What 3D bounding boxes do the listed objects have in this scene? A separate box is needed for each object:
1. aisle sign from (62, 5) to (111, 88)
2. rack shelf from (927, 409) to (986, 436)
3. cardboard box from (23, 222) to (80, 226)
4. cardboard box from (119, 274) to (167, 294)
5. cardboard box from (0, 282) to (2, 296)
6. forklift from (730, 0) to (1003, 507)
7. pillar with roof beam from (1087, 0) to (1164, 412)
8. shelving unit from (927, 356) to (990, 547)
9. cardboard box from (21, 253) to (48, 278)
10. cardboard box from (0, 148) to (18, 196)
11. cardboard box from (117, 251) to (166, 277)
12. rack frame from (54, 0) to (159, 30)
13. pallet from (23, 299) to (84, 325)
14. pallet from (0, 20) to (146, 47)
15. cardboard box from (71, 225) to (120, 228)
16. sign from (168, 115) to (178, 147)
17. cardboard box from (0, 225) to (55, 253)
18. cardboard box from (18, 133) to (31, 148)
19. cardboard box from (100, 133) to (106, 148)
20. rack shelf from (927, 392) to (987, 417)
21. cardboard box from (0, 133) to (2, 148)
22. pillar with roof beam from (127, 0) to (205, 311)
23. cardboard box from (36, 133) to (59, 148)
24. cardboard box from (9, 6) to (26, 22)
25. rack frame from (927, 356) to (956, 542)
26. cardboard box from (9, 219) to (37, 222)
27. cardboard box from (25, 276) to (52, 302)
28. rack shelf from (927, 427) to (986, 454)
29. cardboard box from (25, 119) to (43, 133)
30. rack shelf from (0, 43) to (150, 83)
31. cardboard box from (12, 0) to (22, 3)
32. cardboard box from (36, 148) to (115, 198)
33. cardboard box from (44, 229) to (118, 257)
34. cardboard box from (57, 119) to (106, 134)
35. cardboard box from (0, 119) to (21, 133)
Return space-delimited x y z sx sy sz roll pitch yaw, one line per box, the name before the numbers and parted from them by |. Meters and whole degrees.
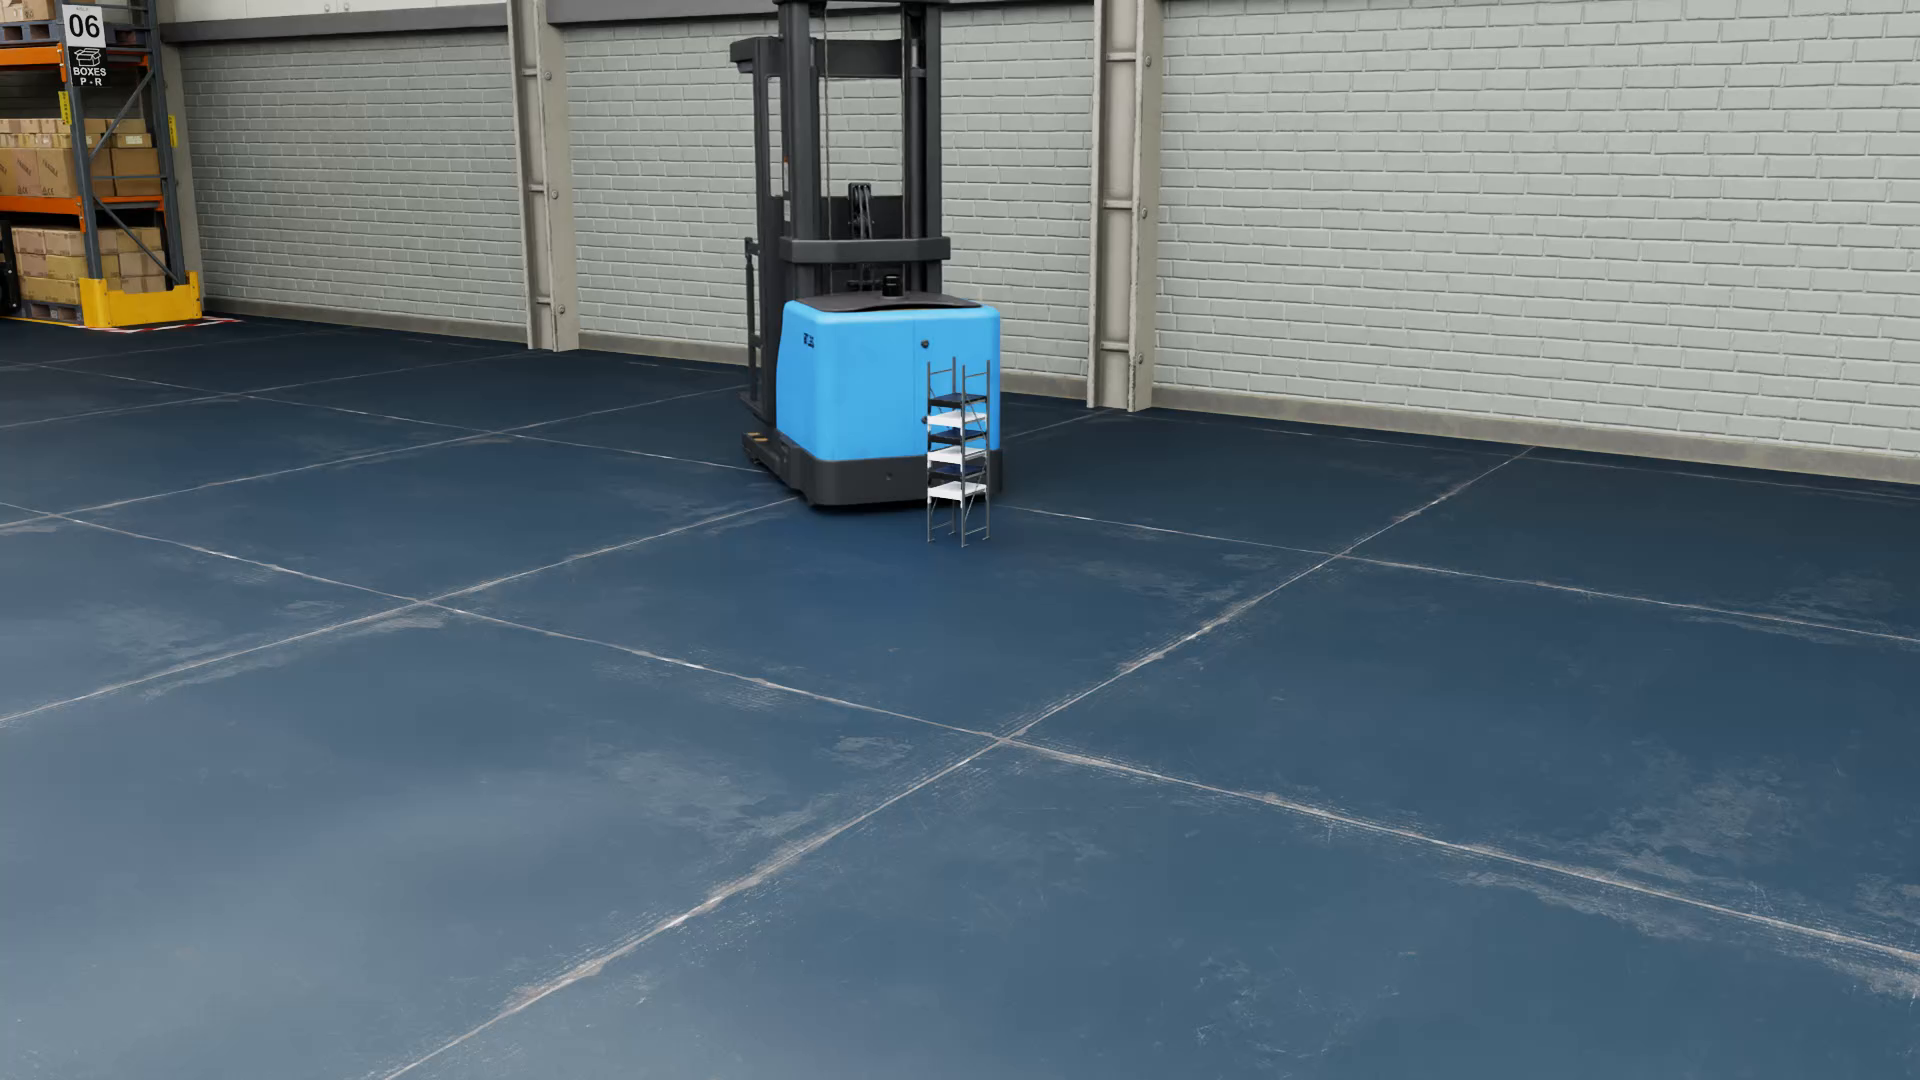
aisle sign | -8.808 -4.976 16.770 0.004 0.787 0.394 9 17 33
rack shelf | -0.007 -0.580 8.184 0.200 0.077 0.258 9 17 33
cardboard box | -10.238 -3.443 18.758 0.500 0.250 0.500 9 16 32
cardboard box | -8.997 -2.755 18.058 0.500 0.250 0.500 9 17 33
cardboard box | -10.525 -2.853 18.453 0.500 0.250 0.500 10 17 35
forklift | -0.724 -1.911 9.942 1.130 2.935 3.031 -5 15 -18
pillar with roof beam | -1.218 -4.498 7.768 0.400 9.000 9.100 9 17 33
shelving unit | -0.007 -0.438 8.219 0.210 0.900 0.258 9 17 33
cardboard box | -9.687 -2.965 17.867 0.500 0.250 0.500 9 17 32
cardboard box | -10.104 -3.983 17.964 0.500 0.500 0.500 9 16 32
cardboard box | -8.973 -2.997 17.996 0.500 0.250 0.500 10 17 34
rack frame | -8.698 -6.693 16.634 0.127 3.000 1.000 9 17 33
pallet | -9.356 -2.522 18.070 1.213 0.211 1.003 9 17 33
pallet | -9.271 -5.294 17.409 1.213 0.211 1.003 9 17 33
cardboard box | -9.408 -3.304 18.195 0.500 0.250 0.500 9 17 33
sign | -8.384 -4.349 17.685 0.005 0.325 0.100 9 17 33
cardboard box | -10.106 -3.268 18.050 0.500 0.250 0.500 9 17 34
cardboard box | -9.751 -4.246 17.675 0.250 0.149 0.380 9 17 32
cardboard box | -9.075 -4.262 17.740 0.250 0.149 0.380 9 17 33
rack shelf | -0.007 -0.668 8.163 0.200 0.077 0.258 9 17 33
cardboard box | -10.220 -4.302 17.902 0.250 0.149 0.380 9 17 33
pillar with roof beam | -11.176 -6.108 14.269 0.400 9.000 9.100 9 17 33
cardboard box | -9.371 -4.163 17.341 0.250 0.149 0.380 9 17 34
cardboard box | -9.555 -5.418 17.166 0.250 0.149 0.380 9 16 31
rack frame | -0.091 -0.452 8.275 0.006 0.900 0.240 9 17 33
cardboard box | -11.072 -3.580 19.308 0.500 0.250 0.500 9 16 32
cardboard box | -9.672 -2.719 17.912 0.500 0.250 0.500 9 17 33
rack shelf | -0.007 -0.493 8.206 0.200 0.077 0.258 9 17 33
cardboard box | -9.567 -4.351 17.482 0.250 0.149 0.380 10 17 34
rack shelf | -10.358 -5.156 18.164 4.000 0.370 1.077 9 17 33
cardboard box | -9.996 -5.706 17.599 0.500 0.500 0.700 9 17 33
cardboard box | -9.253 -3.843 17.398 0.500 0.500 0.500 9 16 32
cardboard box | -9.254 -3.135 17.513 0.500 0.250 0.500 10 17 35
cardboard box | -9.113 -4.295 17.253 0.250 0.149 0.380 9 17 33
cardboard box | -10.011 -4.412 17.728 0.250 0.149 0.380 10 17 34
